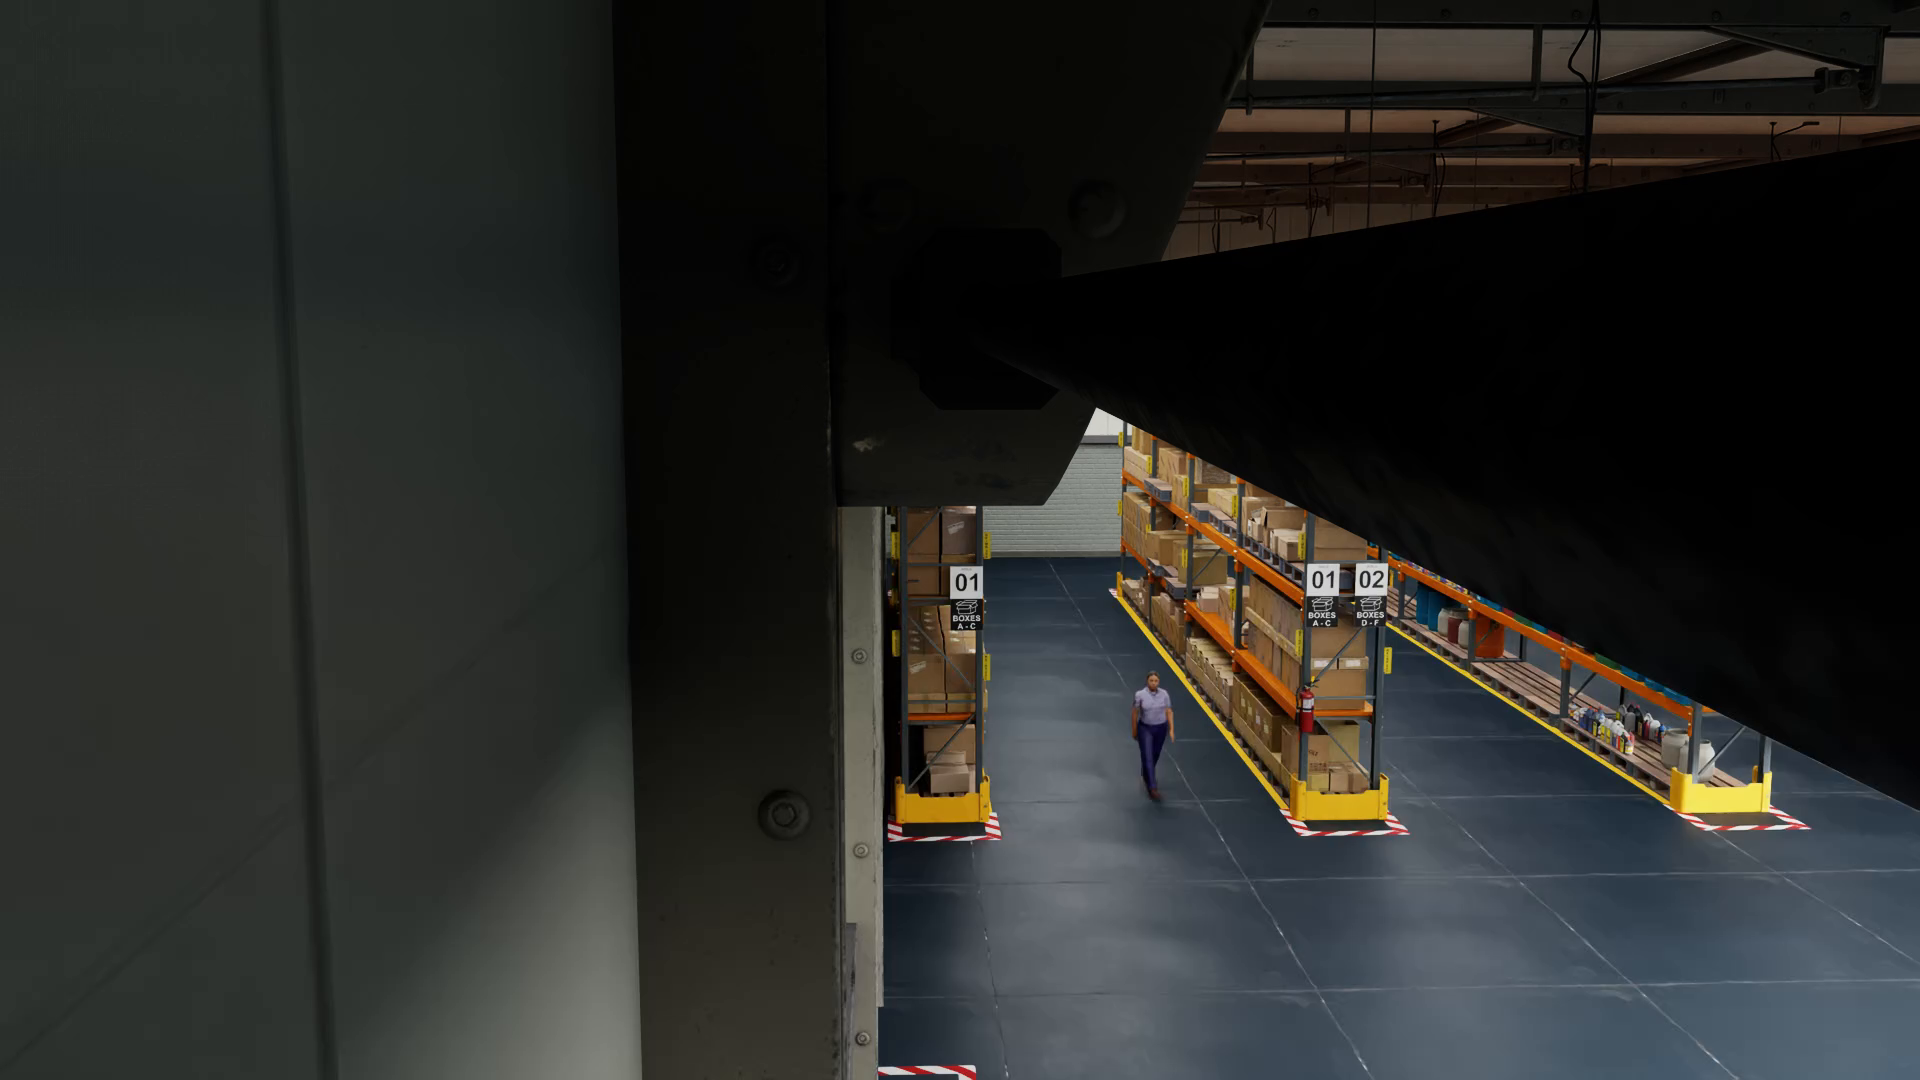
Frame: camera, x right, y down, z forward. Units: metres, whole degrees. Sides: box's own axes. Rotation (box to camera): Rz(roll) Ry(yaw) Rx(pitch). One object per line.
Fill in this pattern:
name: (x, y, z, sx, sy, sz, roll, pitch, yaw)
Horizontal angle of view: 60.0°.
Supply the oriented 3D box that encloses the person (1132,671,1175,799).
person: (2.532, 2.493, 21.632, 0.498, 1.592, 0.994, -2, 8, -14)
